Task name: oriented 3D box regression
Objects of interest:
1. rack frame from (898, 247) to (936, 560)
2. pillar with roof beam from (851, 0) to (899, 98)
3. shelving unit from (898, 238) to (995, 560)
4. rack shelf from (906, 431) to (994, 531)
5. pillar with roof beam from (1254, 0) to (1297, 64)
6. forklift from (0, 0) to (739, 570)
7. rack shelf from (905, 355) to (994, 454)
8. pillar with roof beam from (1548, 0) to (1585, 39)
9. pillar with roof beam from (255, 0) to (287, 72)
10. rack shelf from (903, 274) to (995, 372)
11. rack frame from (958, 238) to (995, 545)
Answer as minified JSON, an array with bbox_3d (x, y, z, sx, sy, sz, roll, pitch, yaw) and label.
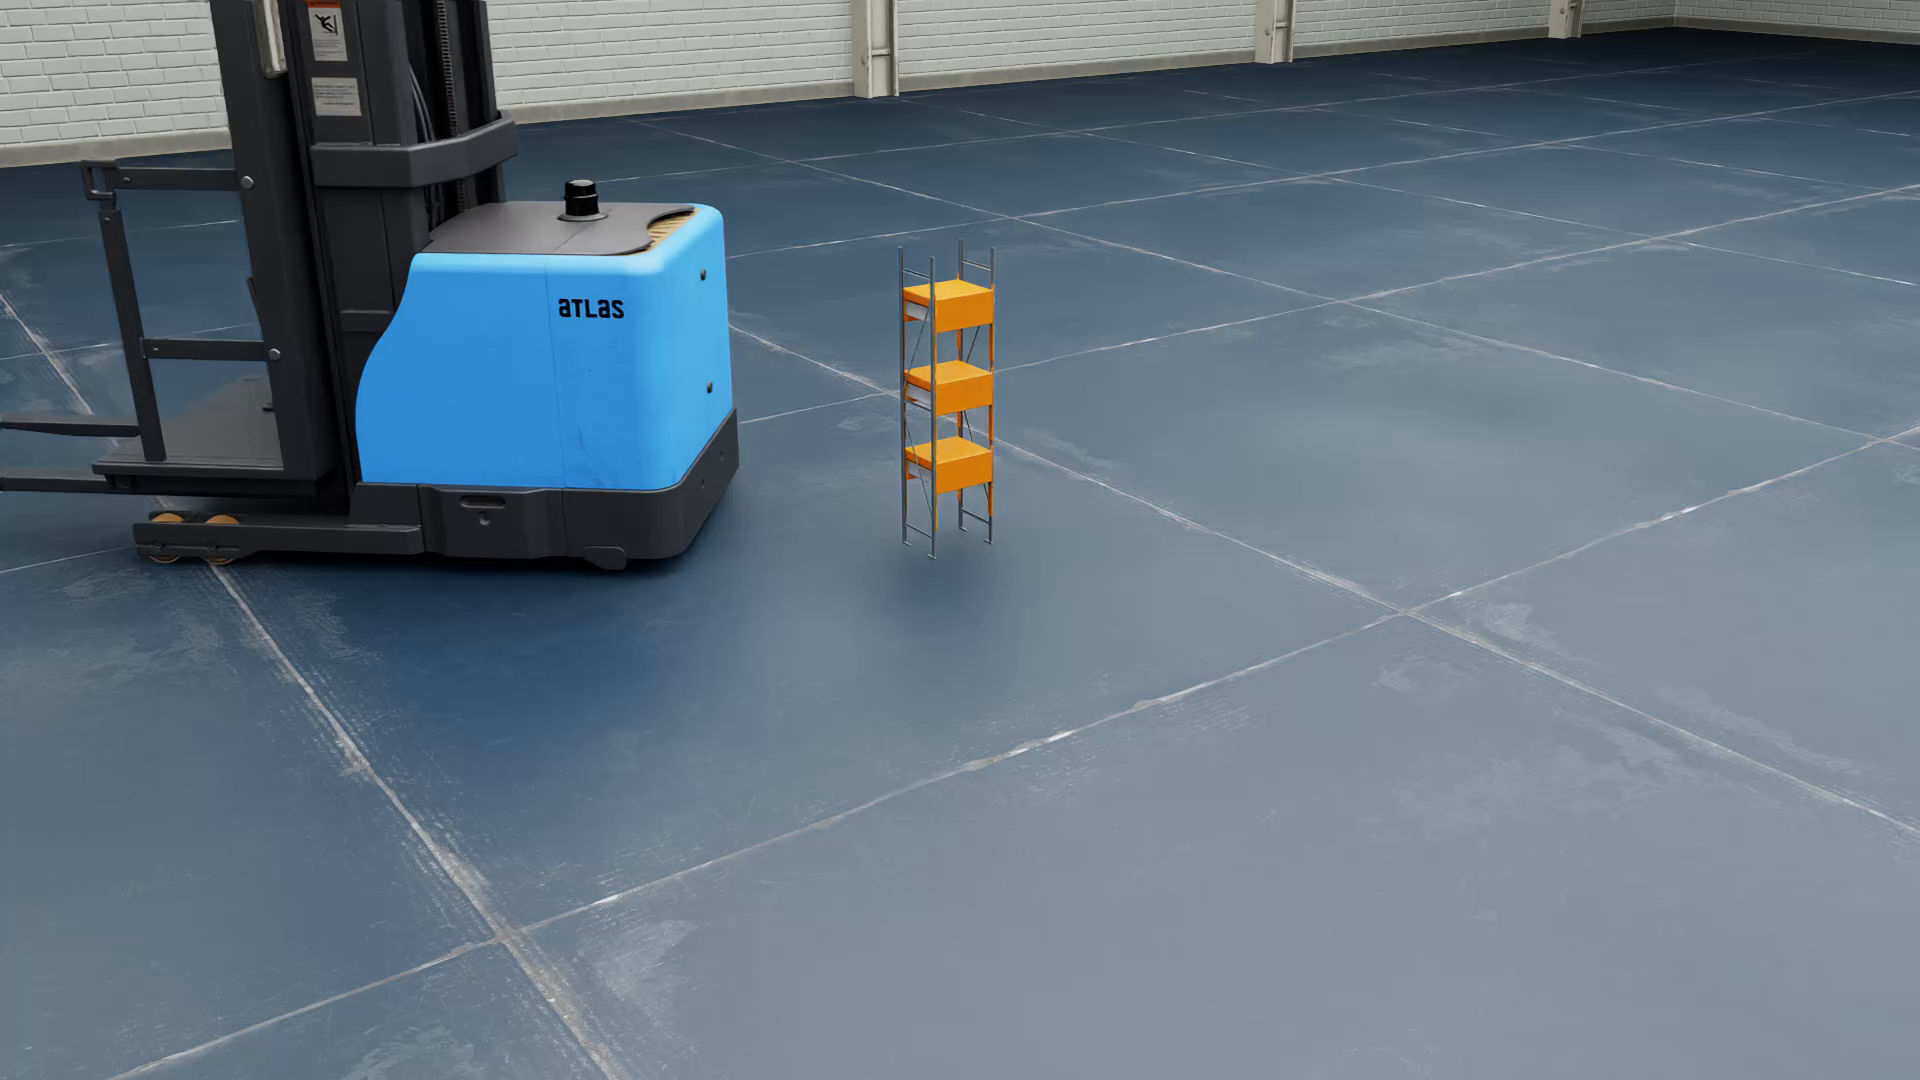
[{"bbox_3d":[-0.142,-0.450,5.607,0.008,1.050,0.200,-15,26,-33],"label":"rack frame"},{"bbox_3d":[1.613,-7.656,12.940,0.400,9.000,9.100,-15,26,-33],"label":"pillar with roof beam"},{"bbox_3d":[-0.043,-0.476,5.673,0.252,1.050,0.215,-15,26,-33],"label":"shelving unit"},{"bbox_3d":[-0.043,-0.208,5.780,0.240,0.259,0.215,-15,26,-33],"label":"rack shelf"},{"bbox_3d":[6.483,-8.954,16.195,0.400,9.000,9.100,-15,26,-33],"label":"pillar with roof beam"},{"bbox_3d":[-2.397,-1.468,5.621,3.031,2.935,1.130,2,22,5],"label":"forklift"},{"bbox_3d":[-0.043,-0.466,5.677,0.240,0.259,0.215,-15,26,-33],"label":"rack shelf"},{"bbox_3d":[11.354,-10.253,19.449,0.400,9.000,9.100,-15,26,-33],"label":"pillar with roof beam"},{"bbox_3d":[-3.257,-6.357,9.686,0.400,9.000,9.100,-15,26,-33],"label":"pillar with roof beam"},{"bbox_3d":[-0.043,-0.730,5.572,0.240,0.259,0.215,-15,26,-33],"label":"rack shelf"},{"bbox_3d":[0.056,-0.502,5.739,0.008,1.050,0.200,-15,26,-33],"label":"rack frame"}]
